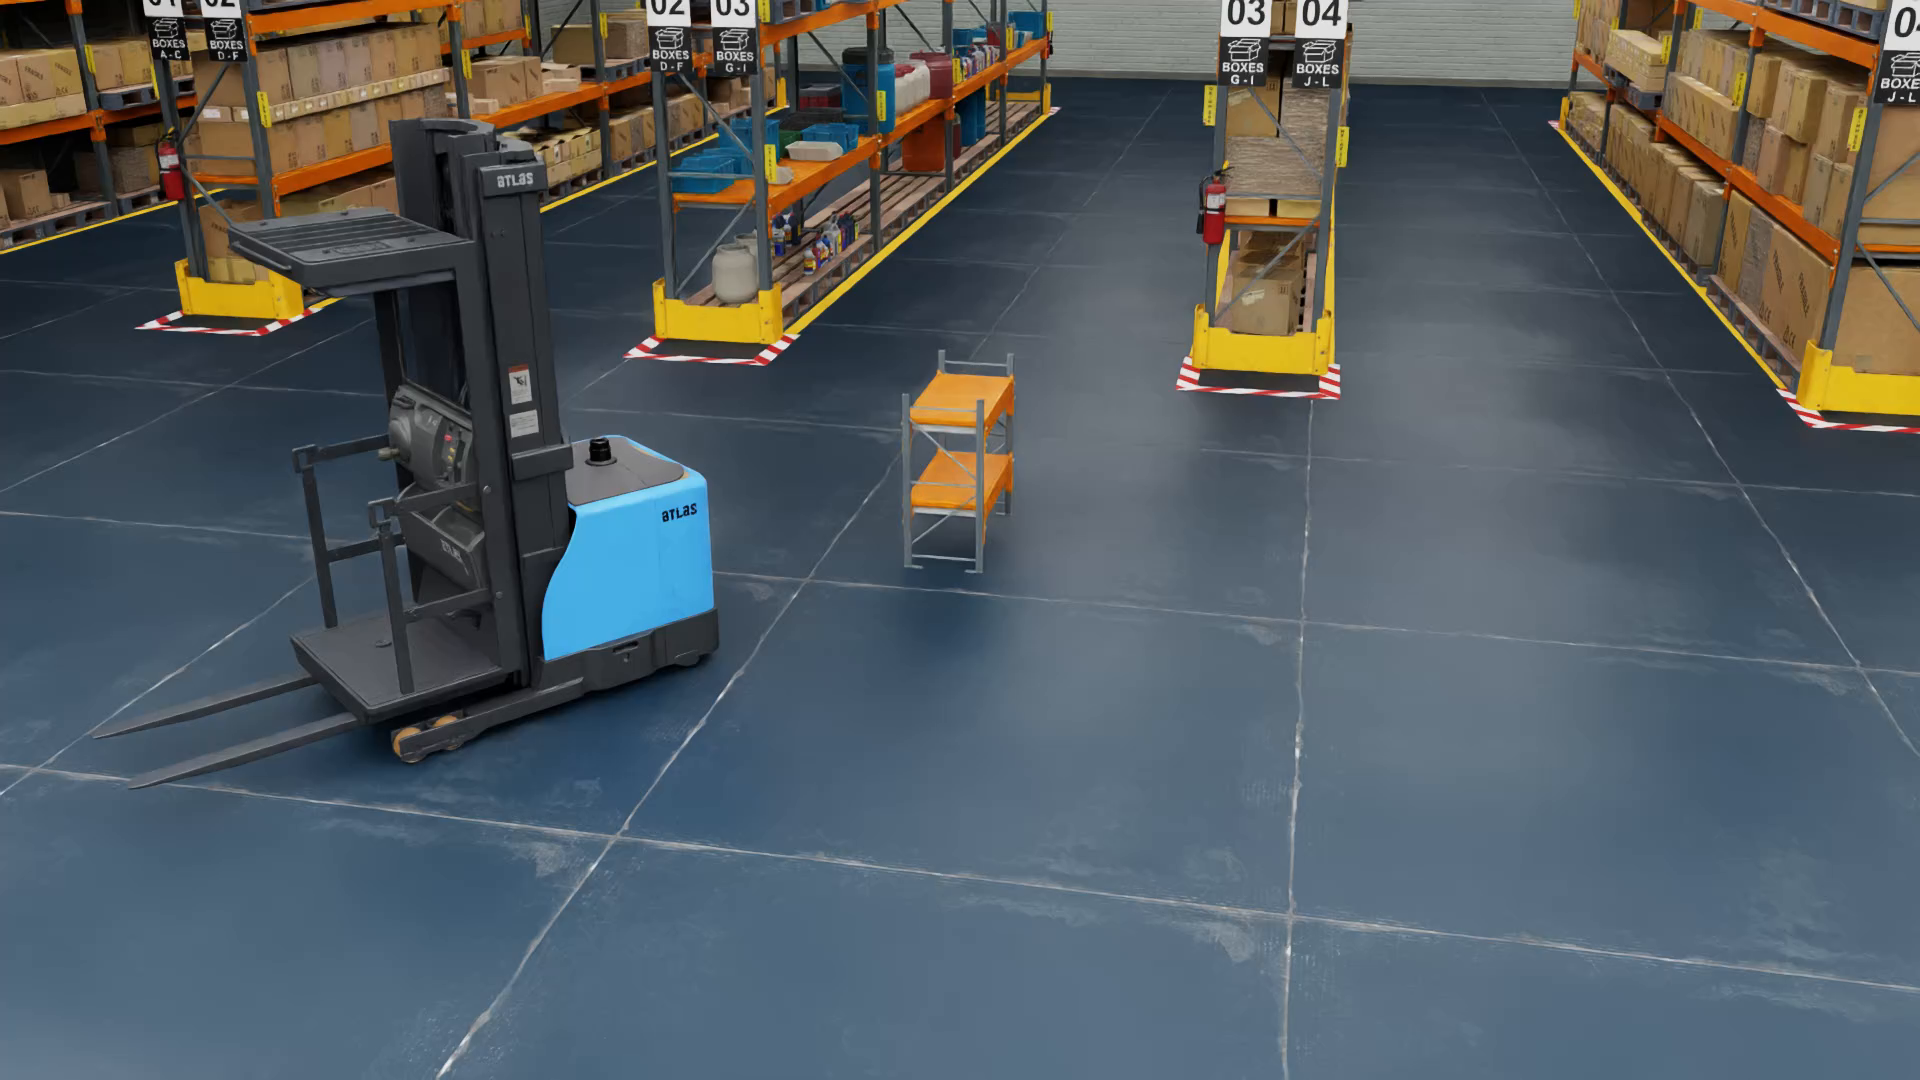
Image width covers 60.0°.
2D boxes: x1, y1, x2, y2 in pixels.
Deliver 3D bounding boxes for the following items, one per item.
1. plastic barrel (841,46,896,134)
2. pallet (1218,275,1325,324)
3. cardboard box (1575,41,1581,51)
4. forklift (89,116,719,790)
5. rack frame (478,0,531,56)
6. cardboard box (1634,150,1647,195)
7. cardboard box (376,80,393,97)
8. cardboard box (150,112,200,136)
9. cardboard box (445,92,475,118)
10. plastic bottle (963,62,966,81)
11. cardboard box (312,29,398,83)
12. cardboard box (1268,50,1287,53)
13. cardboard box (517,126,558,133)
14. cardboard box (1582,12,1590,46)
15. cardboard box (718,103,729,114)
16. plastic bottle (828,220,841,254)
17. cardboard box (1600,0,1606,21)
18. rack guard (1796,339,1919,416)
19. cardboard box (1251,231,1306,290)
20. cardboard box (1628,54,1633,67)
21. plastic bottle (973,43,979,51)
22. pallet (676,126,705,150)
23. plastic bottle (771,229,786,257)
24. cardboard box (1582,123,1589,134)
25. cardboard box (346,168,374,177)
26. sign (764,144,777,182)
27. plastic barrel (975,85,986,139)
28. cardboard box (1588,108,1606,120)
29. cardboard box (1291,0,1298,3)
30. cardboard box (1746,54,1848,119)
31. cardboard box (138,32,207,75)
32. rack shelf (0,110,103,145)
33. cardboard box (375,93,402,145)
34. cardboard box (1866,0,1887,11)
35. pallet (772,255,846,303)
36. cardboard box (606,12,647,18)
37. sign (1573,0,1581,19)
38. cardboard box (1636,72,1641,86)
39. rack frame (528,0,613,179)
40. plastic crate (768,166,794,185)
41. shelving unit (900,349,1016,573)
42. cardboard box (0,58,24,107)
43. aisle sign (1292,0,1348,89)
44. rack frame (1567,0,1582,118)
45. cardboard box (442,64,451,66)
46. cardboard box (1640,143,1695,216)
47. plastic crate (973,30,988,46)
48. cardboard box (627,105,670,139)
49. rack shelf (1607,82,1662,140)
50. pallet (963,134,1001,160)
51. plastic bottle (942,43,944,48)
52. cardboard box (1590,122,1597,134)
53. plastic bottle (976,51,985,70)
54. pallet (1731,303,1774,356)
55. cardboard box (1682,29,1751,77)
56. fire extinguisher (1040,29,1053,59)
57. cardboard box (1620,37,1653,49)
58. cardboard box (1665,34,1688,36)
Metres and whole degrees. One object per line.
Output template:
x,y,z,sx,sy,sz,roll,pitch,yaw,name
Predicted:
-1.032,-5.083,18.788,0.600,0.901,0.708,4,22,11,plastic barrel
3.092,-2.365,16.444,1.003,0.211,1.213,4,22,11,pallet
10.338,-8.118,27.332,0.380,0.149,0.250,4,22,10,cardboard box
-2.789,-0.491,8.150,3.031,2.935,1.130,-17,28,-36,forklift
-8.658,-9.876,31.360,1.000,3.000,0.127,4,22,11,rack frame
8.971,-4.698,21.288,0.500,0.500,0.500,4,22,11,cardboard box
-6.362,-4.878,17.949,0.380,0.149,0.250,5,22,12,cardboard box
-10.664,-5.683,22.703,0.500,0.250,0.500,4,22,11,cardboard box
-6.198,-5.225,20.012,0.500,0.250,0.500,6,23,14,cardboard box
0.032,-6.612,23.427,0.097,0.271,0.097,0,22,0,plastic bottle
-6.545,-5.228,17.950,0.700,0.500,0.500,4,22,11,cardboard box
2.897,-4.492,16.121,0.500,0.500,0.500,4,22,11,cardboard box
-5.834,-5.584,23.072,0.500,0.311,0.500,5,23,13,cardboard box
10.278,-8.172,26.596,0.500,0.500,0.500,5,22,11,cardboard box
-4.160,-7.381,28.368,0.380,0.166,0.250,4,22,11,cardboard box
-1.362,-3.262,17.894,0.144,0.351,0.185,4,22,11,plastic bottle
9.958,-8.081,25.034,0.500,0.500,0.500,5,22,12,cardboard box
7.455,-1.308,13.433,1.175,0.500,0.348,4,22,11,rack guard
3.161,-2.803,16.583,0.500,0.500,0.500,2,22,6,cardboard box
9.008,-6.306,21.872,0.380,0.149,0.250,5,22,12,cardboard box
0.216,-7.285,24.993,0.144,0.351,0.185,4,22,11,plastic bottle
-4.753,-6.443,26.569,1.003,0.211,1.213,4,22,11,pallet
-1.954,-3.183,17.798,0.152,0.276,0.135,4,22,11,plastic bottle
10.002,-6.467,26.149,0.380,0.149,0.250,4,22,11,cardboard box
-6.861,-3.867,18.554,0.500,0.500,0.500,4,22,11,cardboard box
-1.686,-3.354,14.796,0.100,0.325,0.005,4,22,11,sign
0.097,-6.682,25.675,0.600,0.901,0.708,4,22,11,plastic barrel
9.877,-6.547,25.551,0.380,0.149,0.250,3,22,8,cardboard box
2.907,-4.481,13.618,0.380,0.149,0.250,4,22,11,cardboard box
8.167,-4.378,16.062,0.875,0.550,0.550,4,22,11,cardboard box
-10.609,-6.571,22.430,0.700,0.500,0.500,4,22,11,cardboard box
-11.514,-4.422,18.781,1.077,0.370,4.000,4,22,11,rack shelf
-6.548,-4.618,18.171,0.700,0.500,0.500,5,22,12,cardboard box
7.196,-4.140,12.743,0.380,0.149,0.250,4,22,11,cardboard box
-1.832,-2.749,17.396,1.003,0.211,1.213,4,22,11,pallet
-5.018,-7.865,25.672,0.700,0.500,0.500,8,23,19,cardboard box
10.193,-8.771,27.458,0.100,0.325,0.005,4,22,11,sign
8.847,-5.881,21.215,0.380,0.149,0.250,5,22,12,cardboard box
-5.440,-6.574,23.161,1.000,3.000,0.127,4,22,11,rack frame
-1.726,-3.450,15.757,0.298,0.136,0.250,4,22,11,plastic crate
0.001,-0.524,10.650,0.538,1.125,1.048,4,22,11,shelving unit
-11.110,-5.212,18.950,0.500,0.500,0.500,4,22,9,cardboard box
2.906,-4.052,13.420,0.394,0.787,0.004,4,22,11,aisle sign
10.725,-8.328,27.517,1.000,3.000,0.127,4,22,11,rack frame
-9.234,-8.359,29.508,0.380,0.149,0.250,5,22,11,cardboard box
8.880,-4.338,20.058,1.050,0.750,0.750,4,22,10,cardboard box
0.338,-8.414,27.875,0.416,0.233,0.300,4,22,11,plastic crate
-4.757,-6.329,25.311,0.500,0.500,0.500,4,22,9,cardboard box
9.500,-5.800,22.203,1.077,0.370,4.000,4,22,11,rack shelf
0.026,-6.085,25.681,1.003,0.211,1.213,4,22,11,pallet
-0.268,-7.502,25.622,0.061,0.283,0.133,4,22,11,plastic bottle
9.742,-6.214,25.124,0.380,0.149,0.250,4,22,9,cardboard box
0.283,-7.113,24.667,0.152,0.276,0.135,4,22,11,plastic bottle
7.797,-1.926,15.354,1.003,0.211,1.213,4,22,11,pallet
8.991,-5.749,19.641,0.700,0.500,0.500,4,22,11,cardboard box
1.517,-8.932,29.620,0.296,0.674,0.183,4,22,11,fire extinguisher
9.167,-6.730,22.526,0.380,0.149,0.250,4,22,10,cardboard box
9.909,-6.865,22.862,0.380,0.149,0.250,4,22,9,cardboard box
